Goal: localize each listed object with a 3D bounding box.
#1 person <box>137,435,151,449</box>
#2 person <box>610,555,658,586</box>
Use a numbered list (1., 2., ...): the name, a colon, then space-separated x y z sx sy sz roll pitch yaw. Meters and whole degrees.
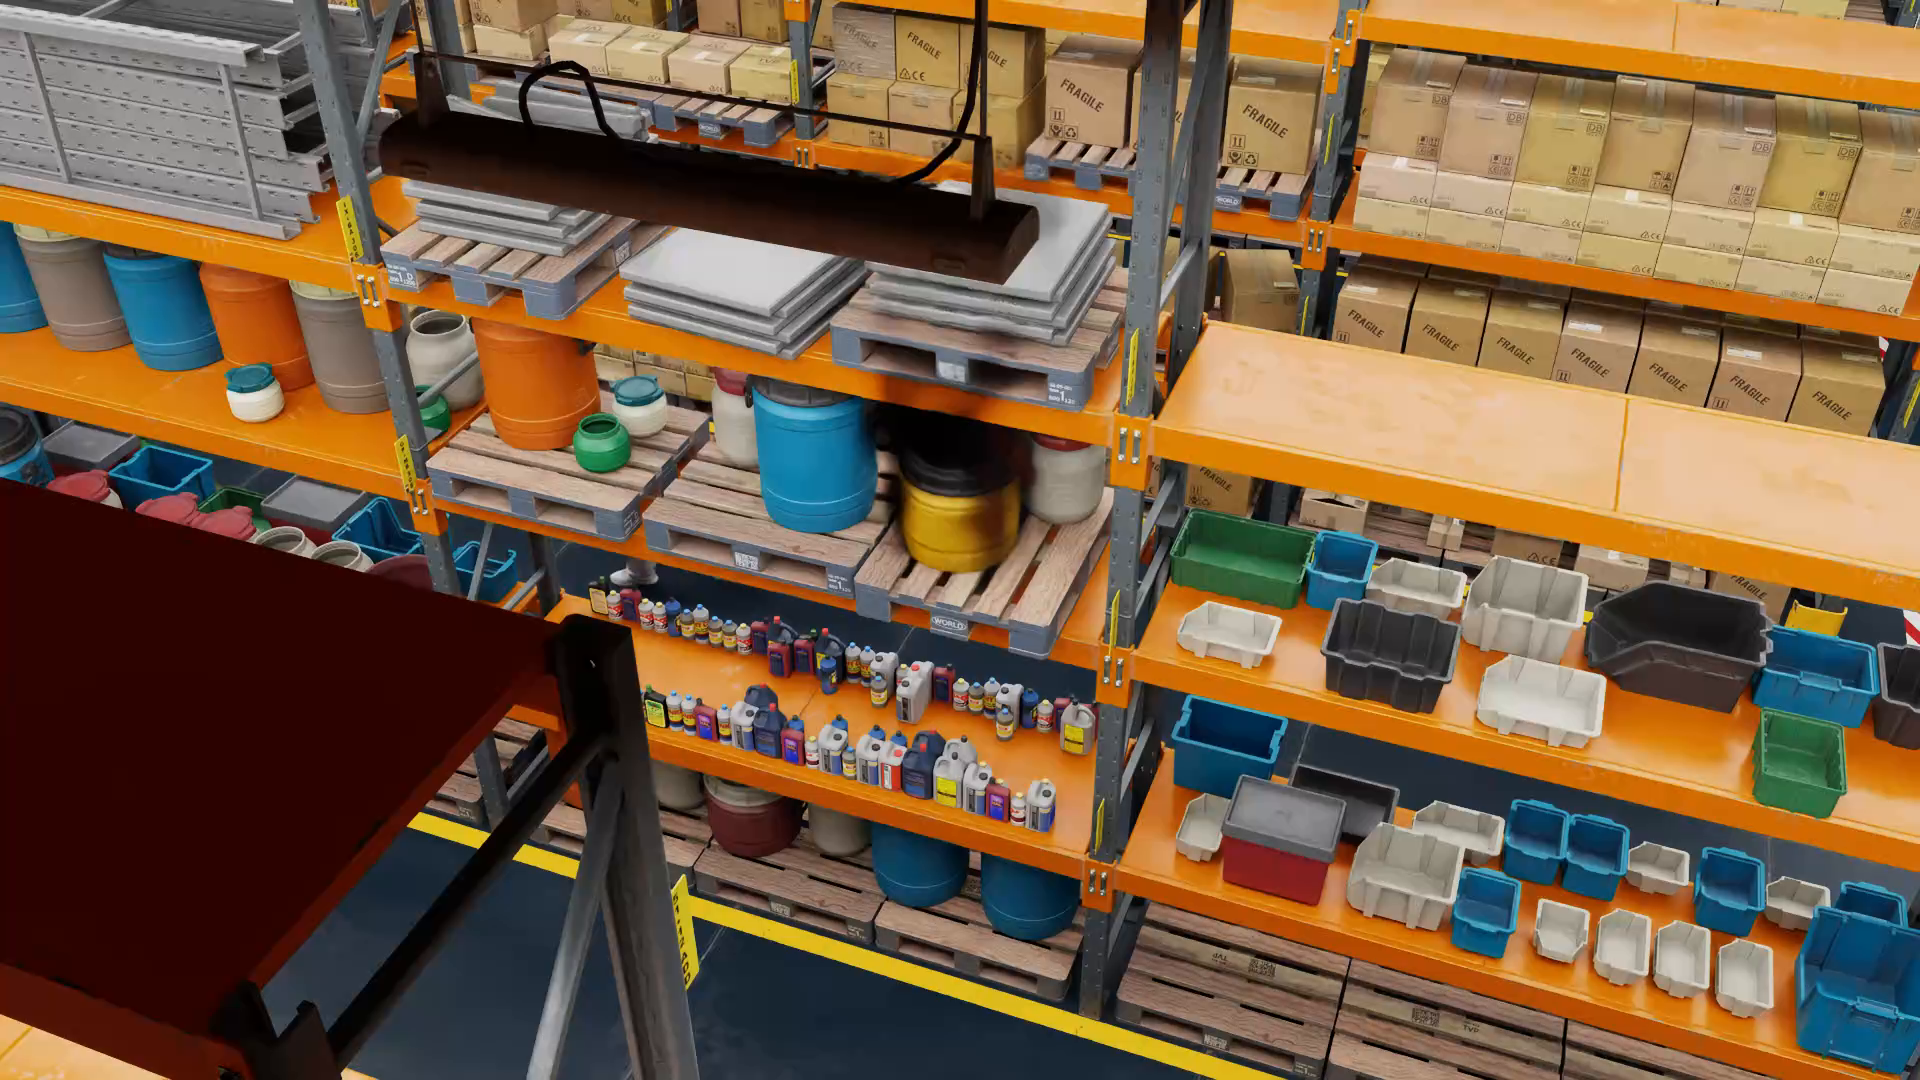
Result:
1. person: -6.831 -1.050 13.306 0.894 1.823 0.613 7 37 10
2. person: -2.253 -0.360 12.405 0.945 1.762 0.709 3 37 4
